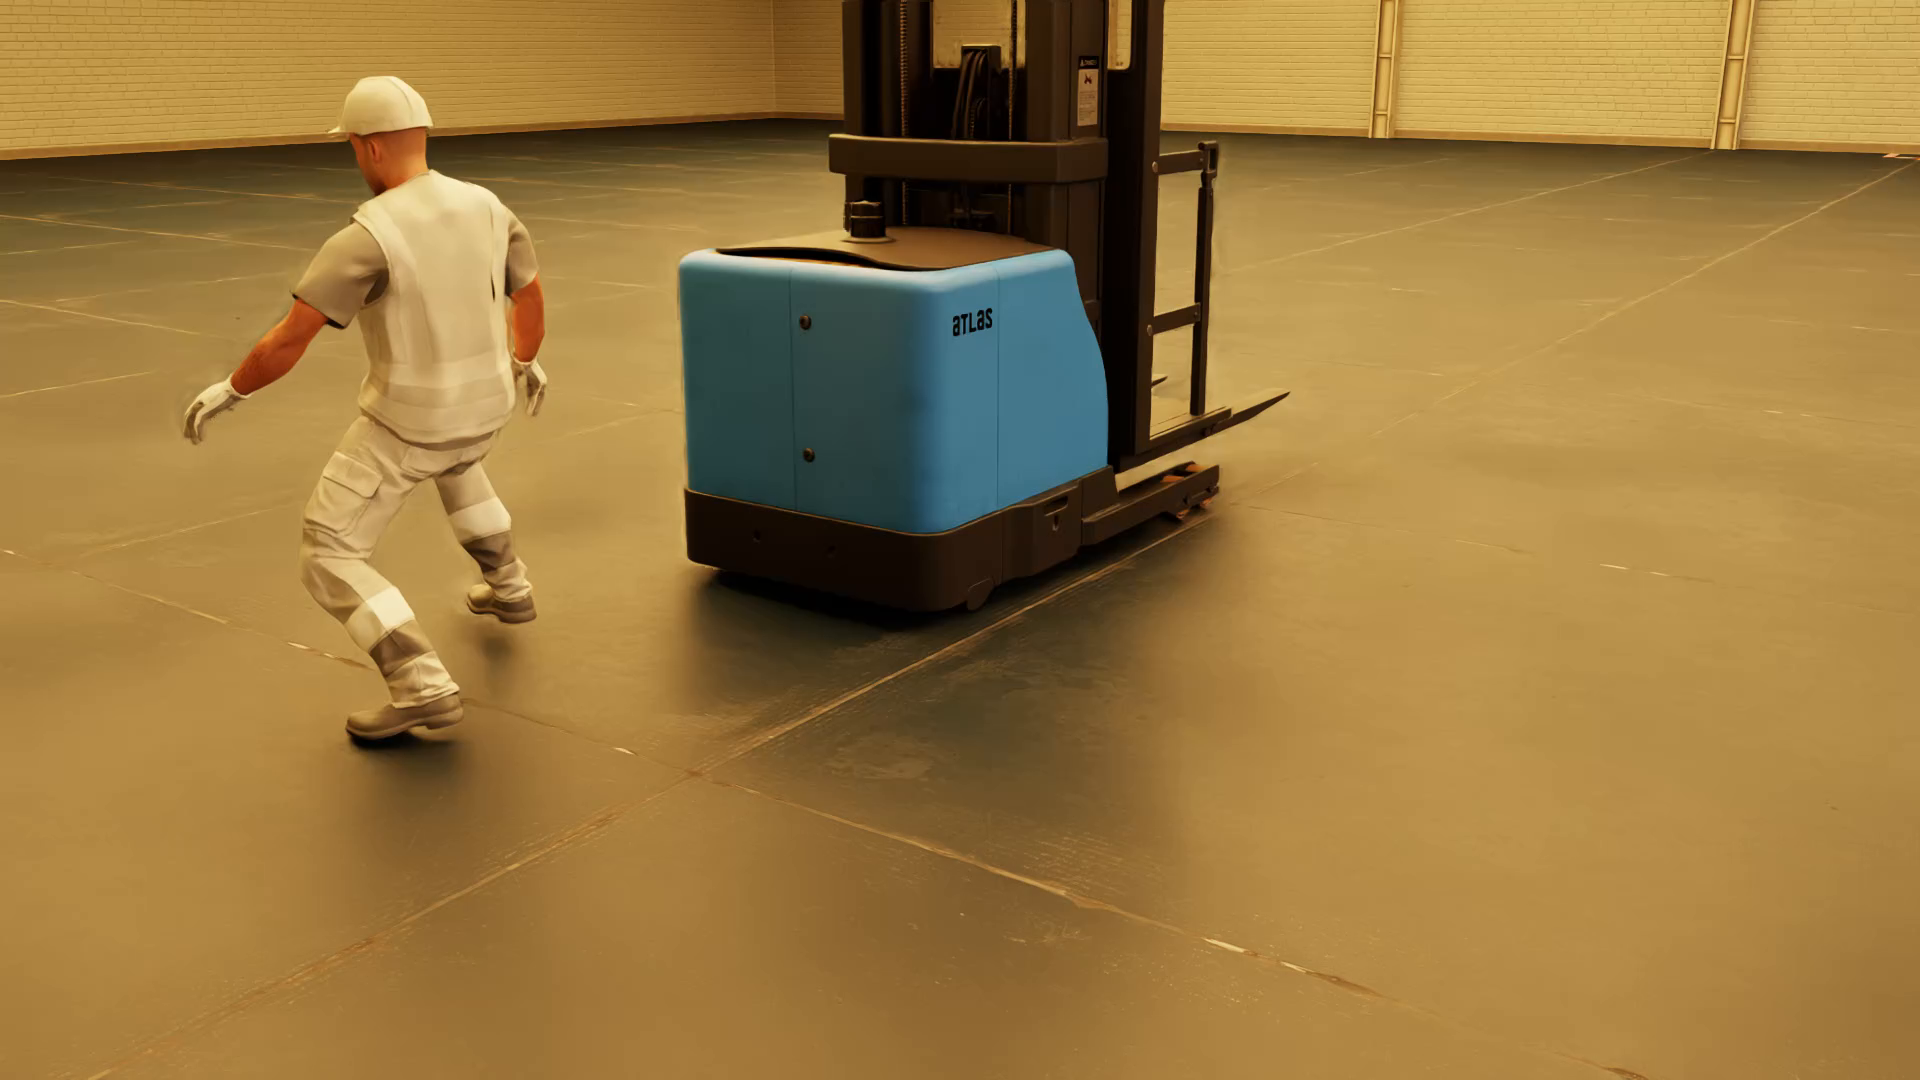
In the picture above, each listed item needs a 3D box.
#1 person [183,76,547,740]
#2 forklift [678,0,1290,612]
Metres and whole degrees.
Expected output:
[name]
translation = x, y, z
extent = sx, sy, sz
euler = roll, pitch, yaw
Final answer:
[person]
translation = -1.438, -0.381, 4.354
extent = 0.706, 1.608, 0.995
euler = 12, 20, 34
[forklift]
translation = 0.338, -1.550, 6.017
extent = 1.130, 2.935, 3.031
euler = 11, 20, 33
